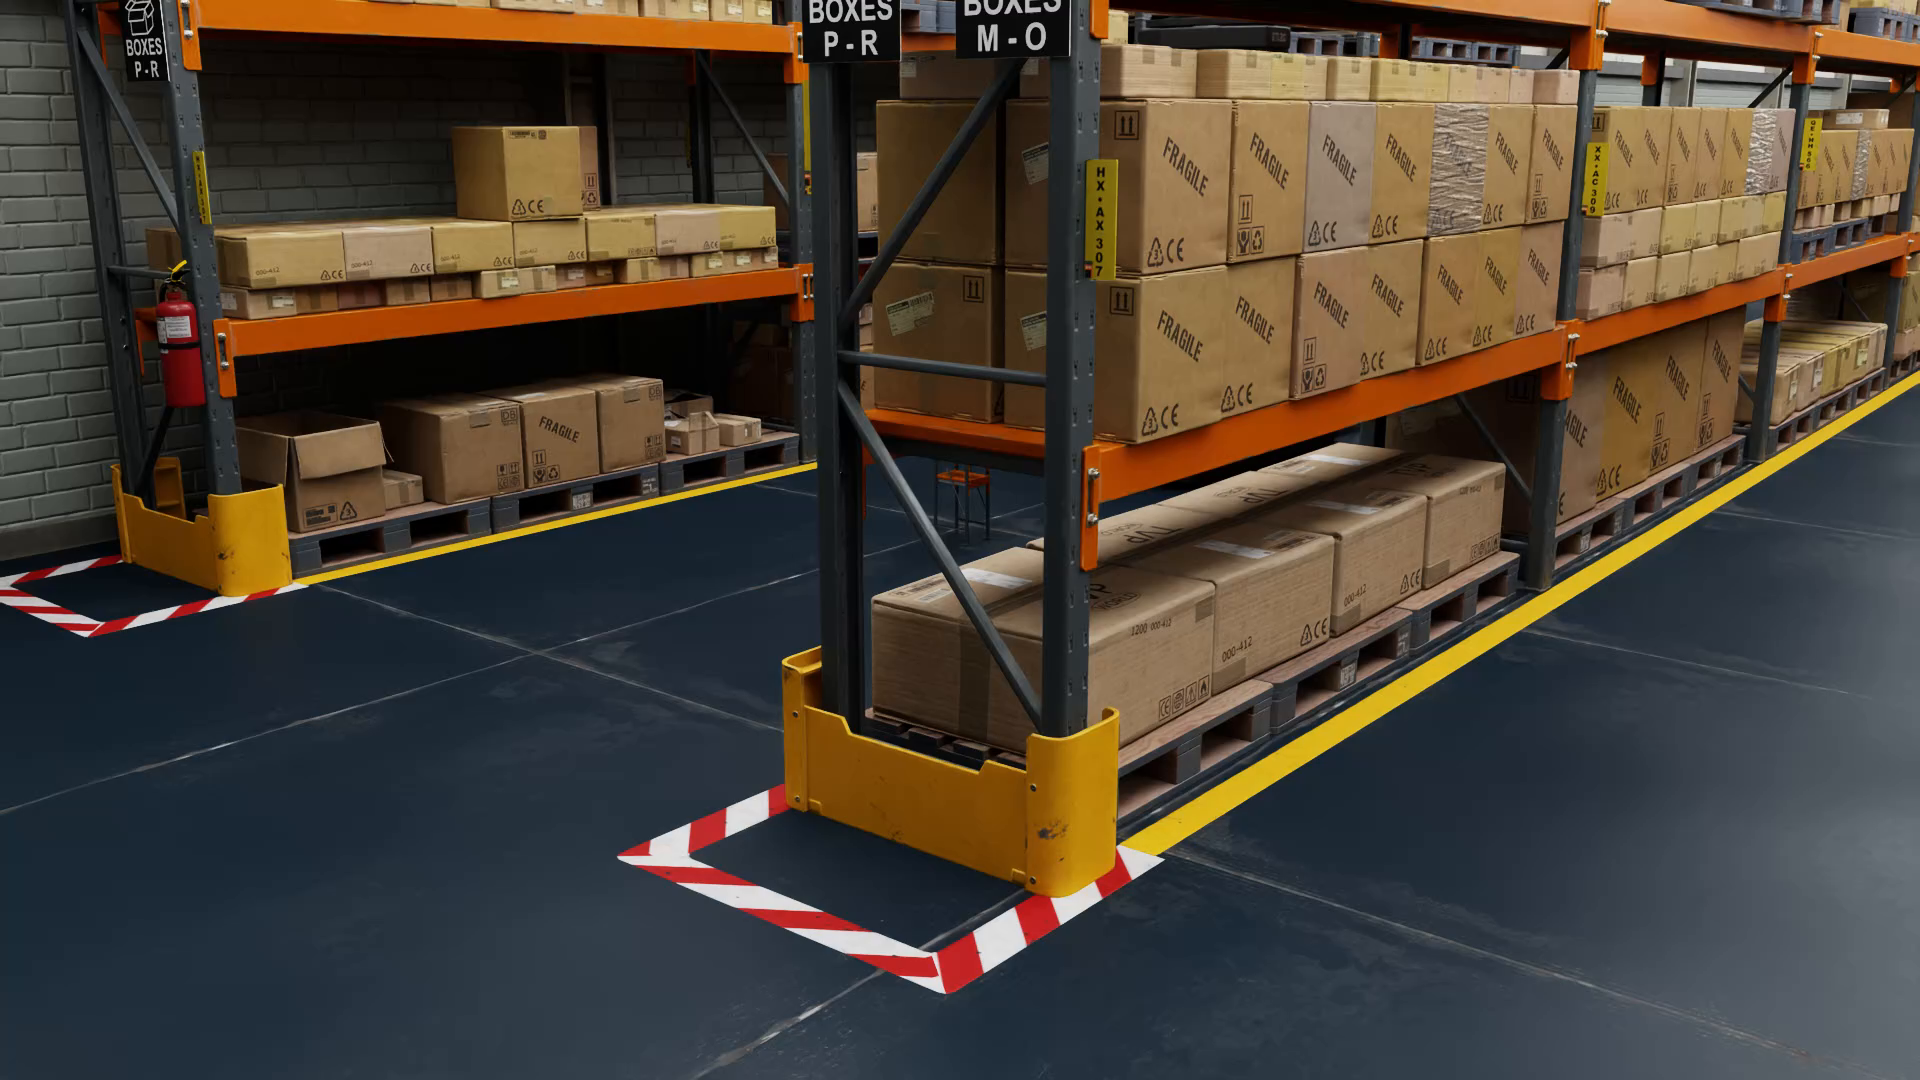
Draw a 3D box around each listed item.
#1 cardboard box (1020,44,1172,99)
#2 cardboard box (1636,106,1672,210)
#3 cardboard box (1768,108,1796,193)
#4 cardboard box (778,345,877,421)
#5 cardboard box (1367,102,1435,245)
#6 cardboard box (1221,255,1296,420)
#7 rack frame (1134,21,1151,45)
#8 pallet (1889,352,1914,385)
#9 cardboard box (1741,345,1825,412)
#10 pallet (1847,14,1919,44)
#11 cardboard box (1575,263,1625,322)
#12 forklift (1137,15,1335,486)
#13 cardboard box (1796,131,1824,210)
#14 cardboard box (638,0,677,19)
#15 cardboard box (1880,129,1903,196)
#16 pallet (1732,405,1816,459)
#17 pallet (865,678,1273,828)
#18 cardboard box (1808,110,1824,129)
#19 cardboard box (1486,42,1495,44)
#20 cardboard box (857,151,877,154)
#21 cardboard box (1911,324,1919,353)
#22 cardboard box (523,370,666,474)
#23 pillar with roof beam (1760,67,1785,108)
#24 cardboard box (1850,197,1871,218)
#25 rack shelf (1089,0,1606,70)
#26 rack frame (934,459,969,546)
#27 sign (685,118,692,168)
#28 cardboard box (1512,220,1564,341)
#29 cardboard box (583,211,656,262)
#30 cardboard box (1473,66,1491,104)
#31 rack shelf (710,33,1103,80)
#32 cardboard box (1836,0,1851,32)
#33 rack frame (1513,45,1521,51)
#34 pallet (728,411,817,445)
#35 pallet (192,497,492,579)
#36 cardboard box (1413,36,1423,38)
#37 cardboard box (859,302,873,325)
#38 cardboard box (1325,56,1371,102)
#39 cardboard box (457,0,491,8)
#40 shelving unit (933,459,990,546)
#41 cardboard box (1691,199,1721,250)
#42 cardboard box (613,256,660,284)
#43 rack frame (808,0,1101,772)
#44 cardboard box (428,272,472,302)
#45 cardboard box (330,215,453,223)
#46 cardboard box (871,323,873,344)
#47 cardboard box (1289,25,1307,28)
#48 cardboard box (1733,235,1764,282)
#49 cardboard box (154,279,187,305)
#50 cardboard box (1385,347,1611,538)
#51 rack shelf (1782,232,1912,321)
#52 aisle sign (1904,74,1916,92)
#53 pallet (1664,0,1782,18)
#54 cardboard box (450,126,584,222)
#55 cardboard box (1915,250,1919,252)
[{"bbox_3d":[0.400,-1.385,4.930,0.380,0.149,0.250,12,18,39],"label":"cardboard box"},{"bbox_3d":[3.274,-1.953,8.483,0.500,0.500,0.500,11,18,37],"label":"cardboard box"},{"bbox_3d":[4.868,-2.438,10.392,0.500,0.500,0.500,11,18,36],"label":"cardboard box"},{"bbox_3d":[-0.909,-1.095,11.566,0.500,0.500,0.500,12,19,40],"label":"cardboard box"},{"bbox_3d":[1.434,-1.388,6.262,0.500,0.500,0.500,11,18,38],"label":"cardboard box"},{"bbox_3d":[0.783,-0.709,5.619,0.500,0.500,0.500,11,18,37],"label":"cardboard box"},{"bbox_3d":[1.126,-2.811,14.098,1.000,3.000,0.127,11,18,38],"label":"rack frame"},{"bbox_3d":[7.898,-1.593,14.963,1.003,0.211,1.213,11,18,38],"label":"pallet"},{"bbox_3d":[5.810,-1.223,12.330,0.950,0.372,0.625,11,18,36],"label":"cardboard box"},{"bbox_3d":[7.033,-4.071,13.346,1.213,0.211,1.003,11,18,38],"label":"pallet"},{"bbox_3d":[2.957,-1.249,8.251,0.500,0.250,0.500,11,18,36],"label":"cardboard box"},{"bbox_3d":[1.951,-2.059,11.275,1.130,2.935,3.031,11,18,37],"label":"forklift"},{"bbox_3d":[5.452,-2.491,11.174,0.500,0.500,0.500,11,18,36],"label":"cardboard box"},{"bbox_3d":[-1.874,-3.120,9.731,0.380,0.149,0.250,11,18,37],"label":"cardboard box"},{"bbox_3d":[7.081,-2.987,13.129,0.500,0.500,0.500,11,18,38],"label":"cardboard box"},{"bbox_3d":[5.482,-0.842,12.008,1.003,0.211,1.213,11,18,38],"label":"pallet"},{"bbox_3d":[0.403,0.674,6.040,1.003,0.211,1.213,11,18,38],"label":"pallet"},{"bbox_3d":[6.933,-3.485,13.773,0.380,0.149,0.250,11,18,37],"label":"cardboard box"},{"bbox_3d":[5.870,-5.722,18.916,0.380,0.149,0.250,11,18,36],"label":"cardboard box"},{"bbox_3d":[-0.584,-2.455,11.637,0.700,0.500,0.500,12,18,38],"label":"cardboard box"},{"bbox_3d":[8.411,-1.856,15.069,0.500,0.250,0.500,13,19,41],"label":"cardboard box"},{"bbox_3d":[-2.224,-0.730,10.129,0.700,0.500,0.500,10,18,35],"label":"cardboard box"},{"bbox_3d":[19.677,-10.038,30.361,9.100,9.000,0.400,11,18,38],"label":"pillar with roof beam"},{"bbox_3d":[6.742,-2.557,12.755,0.380,0.149,0.250,11,18,37],"label":"cardboard box"},{"bbox_3d":[1.218,-2.000,6.273,1.077,0.370,4.000,11,18,38],"label":"rack shelf"},{"bbox_3d":[-0.048,-0.567,8.917,0.240,1.200,0.006,11,18,38],"label":"rack frame"},{"bbox_3d":[-1.822,-2.692,11.275,0.100,0.325,0.005,11,18,38],"label":"sign"},{"bbox_3d":[2.383,-1.198,7.544,0.500,0.500,0.500,11,18,38],"label":"cardboard box"},{"bbox_3d":[-2.145,-1.790,9.777,0.500,0.250,0.500,11,18,37],"label":"cardboard box"},{"bbox_3d":[1.970,-1.886,6.904,0.380,0.149,0.250,11,18,37],"label":"cardboard box"},{"bbox_3d":[-0.131,-3.534,12.309,1.077,0.370,4.000,11,18,38],"label":"rack shelf"},{"bbox_3d":[5.926,-3.844,11.862,0.797,0.503,0.637,11,18,38],"label":"cardboard box"},{"bbox_3d":[6.154,-7.251,19.390,1.000,3.000,0.127,11,18,38],"label":"rack frame"},{"bbox_3d":[-0.906,-0.855,12.062,1.003,0.211,1.213,11,18,38],"label":"pallet"},{"bbox_3d":[-3.354,-0.095,9.069,1.003,0.211,1.213,11,18,38],"label":"pallet"},{"bbox_3d":[4.642,-5.348,17.443,0.380,0.149,0.250,12,19,39],"label":"cardboard box"},{"bbox_3d":[-0.829,-1.581,11.555,0.380,0.149,0.250,10,17,35],"label":"cardboard box"},{"bbox_3d":[1.227,-1.631,5.899,0.380,0.149,0.250,11,18,38],"label":"cardboard box"},{"bbox_3d":[-2.699,-2.877,8.775,0.380,0.149,0.250,11,18,37],"label":"cardboard box"},{"bbox_3d":[0.009,-0.584,8.986,0.258,1.200,0.189,11,18,38],"label":"shelving unit"},{"bbox_3d":[3.931,-1.782,9.335,0.500,0.250,0.500,11,18,36],"label":"cardboard box"},{"bbox_3d":[-2.008,-1.617,9.908,0.380,0.149,0.250,11,18,37],"label":"cardboard box"},{"bbox_3d":[-0.039,-0.512,5.046,1.000,3.000,0.127,11,18,38],"label":"rack frame"},{"bbox_3d":[-2.851,-1.380,8.974,0.380,0.149,0.250,12,18,38],"label":"cardboard box"},{"bbox_3d":[-3.179,-1.673,9.315,0.500,0.250,0.500,12,19,39],"label":"cardboard box"},{"bbox_3d":[-0.689,-1.495,11.823,0.380,0.149,0.250,10,17,35],"label":"cardboard box"},{"bbox_3d":[2.892,-4.917,15.418,0.500,0.311,0.500,11,18,36],"label":"cardboard box"},{"bbox_3d":[4.565,-1.734,10.161,0.500,0.250,0.500,12,18,39],"label":"cardboard box"},{"bbox_3d":[-3.902,-1.263,8.511,0.380,0.149,0.250,11,18,37],"label":"cardboard box"},{"bbox_3d":[2.803,-0.583,8.787,0.875,0.875,0.875,12,19,39],"label":"cardboard box"},{"bbox_3d":[6.246,-2.078,12.673,1.077,0.370,4.000,11,18,38],"label":"rack shelf"},{"bbox_3d":[9.815,-4.896,17.023,0.394,0.787,0.004,11,18,38],"label":"aisle sign"},{"bbox_3d":[3.925,-3.060,9.368,1.003,0.211,1.213,12,19,40],"label":"pallet"},{"bbox_3d":[-2.465,-2.047,9.265,0.500,0.500,0.500,12,18,39],"label":"cardboard box"},{"bbox_3d":[8.531,-2.543,14.933,0.380,0.149,0.250,12,19,40],"label":"cardboard box"}]
